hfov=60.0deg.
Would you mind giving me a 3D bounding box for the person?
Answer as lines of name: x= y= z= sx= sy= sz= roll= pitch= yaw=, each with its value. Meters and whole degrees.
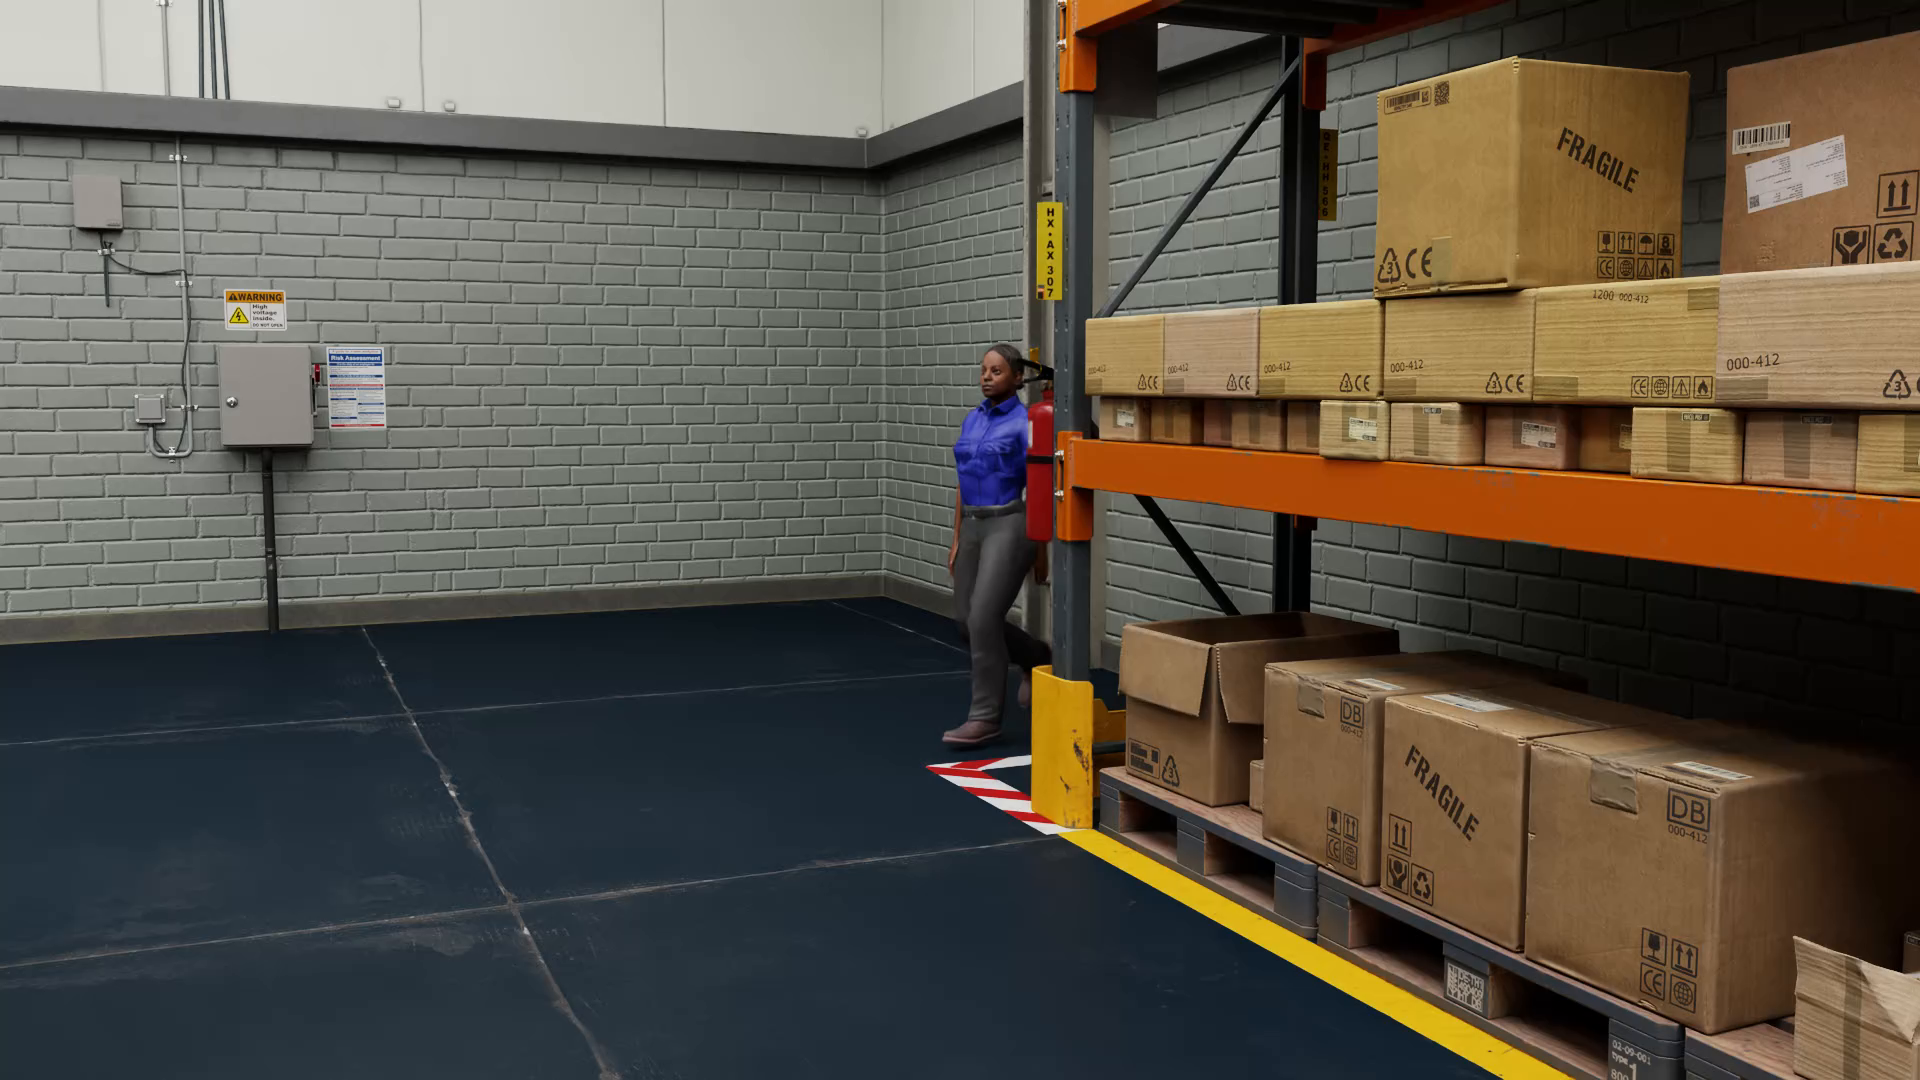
person: x=0.192 y=-0.003 z=6.959 sx=0.785 sy=1.626 sz=0.431 roll=-5 pitch=7 yaw=-42
